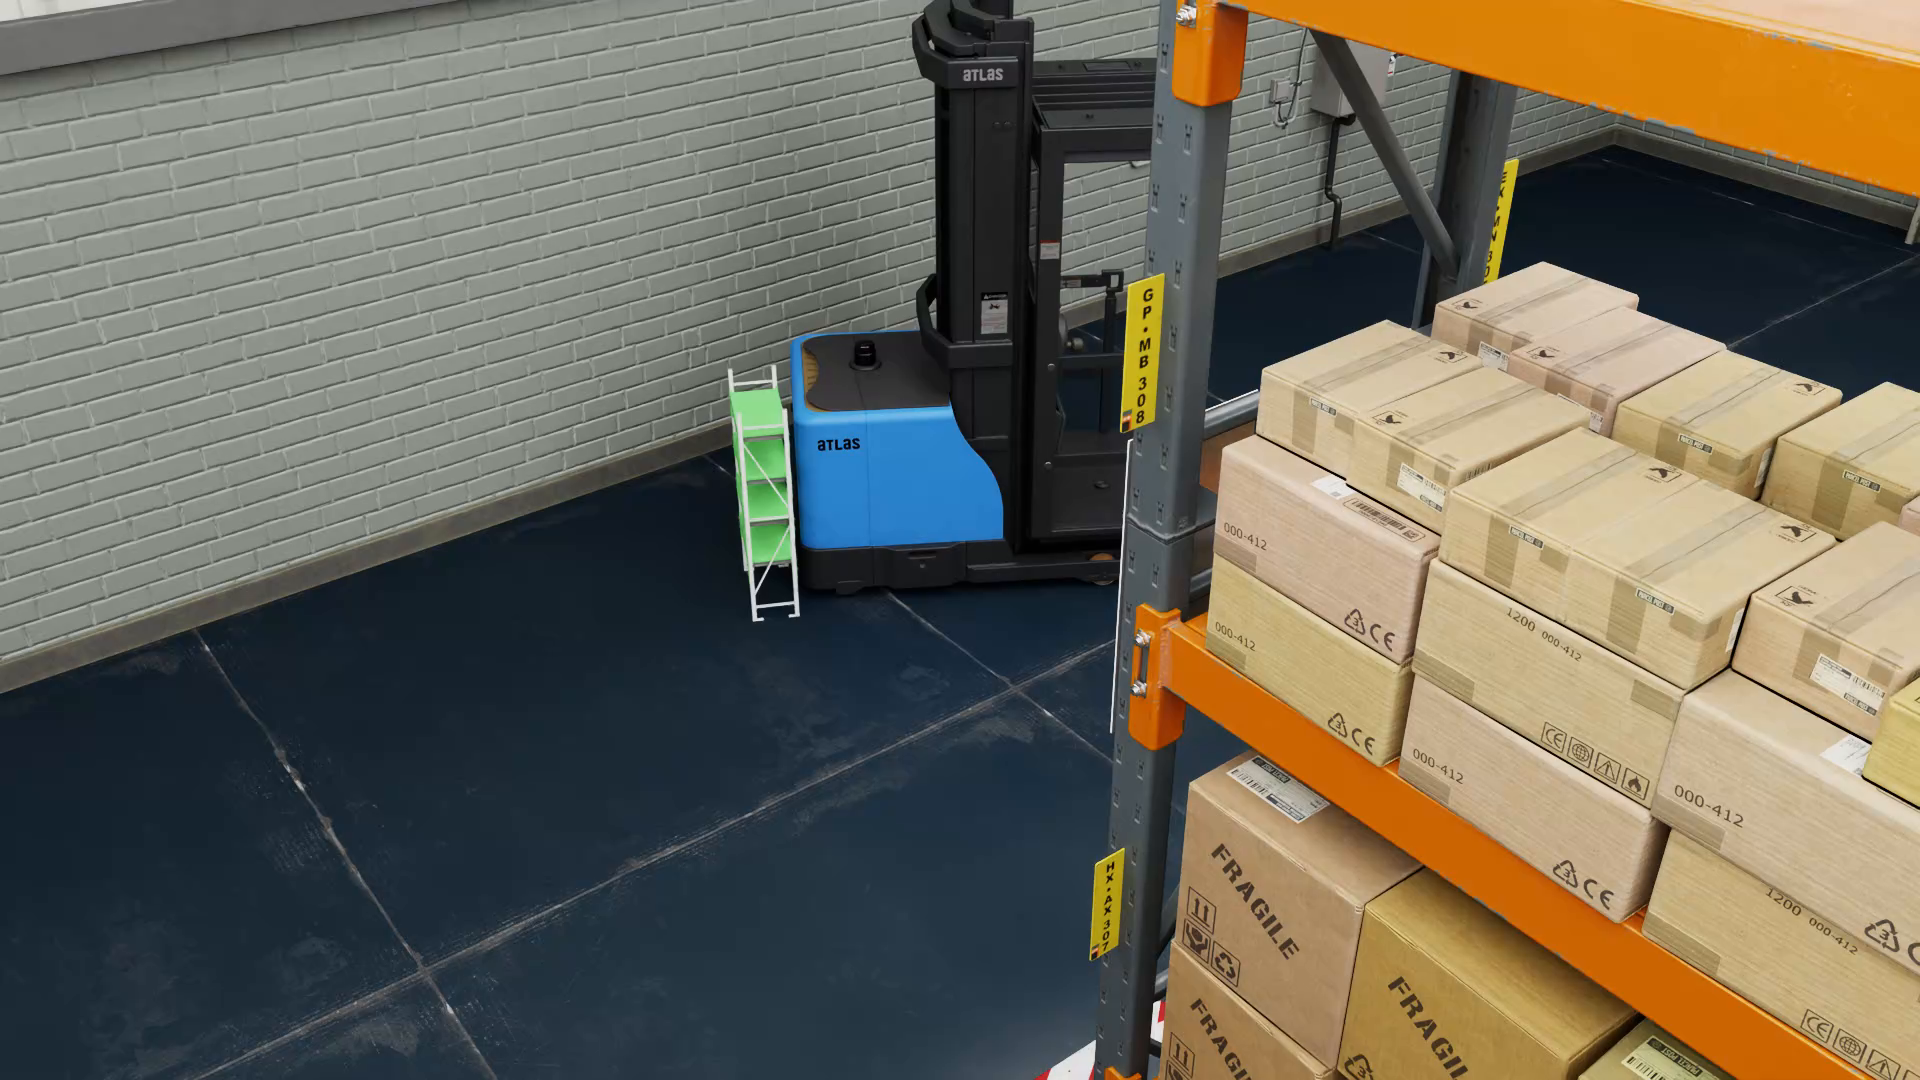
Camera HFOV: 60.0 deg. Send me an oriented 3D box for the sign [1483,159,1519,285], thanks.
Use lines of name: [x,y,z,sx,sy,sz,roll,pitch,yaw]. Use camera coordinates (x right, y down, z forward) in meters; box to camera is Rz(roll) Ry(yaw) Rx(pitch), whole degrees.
sign: [1.247,-0.723,3.890,0.100,0.325,0.005,-22,38,-31]

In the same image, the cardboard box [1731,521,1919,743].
cardboard box: [1.455,0.138,2.632,0.380,0.149,0.250,-21,38,-30]

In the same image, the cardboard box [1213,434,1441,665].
cardboard box: [0.866,-0.054,3.319,0.500,0.250,0.500,-22,38,-31]

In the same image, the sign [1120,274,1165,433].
sign: [0.367,-0.372,3.334,0.100,0.325,0.005,-22,38,-31]

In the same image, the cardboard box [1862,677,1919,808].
cardboard box: [1.542,0.279,2.406,0.380,0.149,0.250,-21,38,-30]

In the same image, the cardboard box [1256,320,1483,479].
cardboard box: [0.815,-0.285,3.314,0.380,0.149,0.250,-23,38,-32]

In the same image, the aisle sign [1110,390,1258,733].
aisle sign: [0.514,0.060,3.846,0.394,0.787,0.004,-22,38,-31]

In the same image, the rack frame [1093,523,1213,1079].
rack frame: [0.796,1.098,4.639,1.000,3.000,0.127,-22,38,-31]

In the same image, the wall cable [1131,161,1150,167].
wall cable: [1.168,-3.333,10.780,0.585,1.953,0.123,-22,38,-31]

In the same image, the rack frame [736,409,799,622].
rack frame: [-0.950,-0.105,8.282,0.240,1.200,0.015,-6,32,-10]

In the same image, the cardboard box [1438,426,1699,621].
cardboard box: [1.066,-0.037,2.913,0.380,0.149,0.250,-22,38,-31]

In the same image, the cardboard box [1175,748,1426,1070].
cardboard box: [0.861,0.778,3.831,0.500,0.500,0.500,-23,38,-32]

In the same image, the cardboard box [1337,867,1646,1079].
cardboard box: [1.176,0.986,3.495,0.500,0.500,0.500,-21,38,-30]

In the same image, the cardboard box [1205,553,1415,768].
cardboard box: [0.869,0.157,3.453,0.500,0.250,0.500,-21,37,-30]

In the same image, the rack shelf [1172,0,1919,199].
rack shelf: [2.022,-0.310,1.905,1.077,0.370,4.000,-22,38,-31]

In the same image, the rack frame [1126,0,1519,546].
rack frame: [0.796,-1.450,3.056,1.000,3.000,0.127,-22,38,-31]

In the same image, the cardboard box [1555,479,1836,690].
cardboard box: [1.214,0.065,2.750,0.380,0.149,0.250,-22,38,-31]

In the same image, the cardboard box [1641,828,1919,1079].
cardboard box: [1.515,0.589,2.758,0.500,0.250,0.500,-24,39,-33]

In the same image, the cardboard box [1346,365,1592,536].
cardboard box: [0.957,-0.174,3.134,0.380,0.149,0.250,-21,37,-30]

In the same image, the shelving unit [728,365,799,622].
shelving unit: [-0.999,-0.231,8.485,0.258,1.200,0.503,-6,32,-10]

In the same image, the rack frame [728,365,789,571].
rack frame: [-1.048,-0.358,8.688,0.240,1.200,0.015,-6,32,-10]

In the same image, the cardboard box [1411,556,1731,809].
cardboard box: [1.181,0.159,2.975,0.500,0.250,0.500,-23,38,-32]

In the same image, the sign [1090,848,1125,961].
sign: [0.367,0.906,4.128,0.100,0.325,0.005,-22,38,-31]

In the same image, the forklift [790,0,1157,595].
forklift: [0.619,-1.281,8.534,3.031,2.935,1.130,-3,32,-5]

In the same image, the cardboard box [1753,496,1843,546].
cardboard box: [1.594,-0.002,3.236,0.500,0.250,0.500,-23,39,-33]

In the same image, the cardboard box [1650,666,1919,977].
cardboard box: [1.481,0.374,2.630,0.500,0.250,0.500,-22,38,-31]

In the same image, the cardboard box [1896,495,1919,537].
cardboard box: [1.819,-0.009,2.869,0.380,0.149,0.250,-23,39,-32]

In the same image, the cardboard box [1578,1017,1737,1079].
cardboard box: [1.477,1.210,3.135,0.500,0.500,0.500,-23,39,-32]

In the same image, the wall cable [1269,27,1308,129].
wall cable: [2.281,-3.783,11.535,0.588,1.984,0.122,-22,38,-31]

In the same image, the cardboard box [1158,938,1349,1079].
cardboard box: [0.853,1.206,4.089,0.500,0.500,0.500,-20,37,-29]

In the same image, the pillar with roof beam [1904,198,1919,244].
pillar with roof beam: [4.221,-4.724,8.327,9.100,9.000,0.400,-22,38,-31]

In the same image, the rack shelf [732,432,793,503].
rack shelf: [-0.999,-0.381,8.392,0.258,0.148,0.480,-6,32,-10]

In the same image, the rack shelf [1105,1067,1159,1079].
rack shelf: [2.022,2.237,3.487,1.077,0.370,4.000,-22,38,-31]

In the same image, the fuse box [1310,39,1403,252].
fuse box: [2.917,-2.959,12.393,0.539,1.711,0.414,-22,38,-31]

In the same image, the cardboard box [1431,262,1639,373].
cardboard box: [1.232,-0.451,3.580,0.380,0.149,0.250,-23,38,-32]

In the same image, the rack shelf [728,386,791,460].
rack shelf: [-0.999,-0.585,8.266,0.258,0.148,0.480,-6,32,-10]

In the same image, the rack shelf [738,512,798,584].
rack shelf: [-0.999,0.027,8.646,0.258,0.148,0.480,-6,32,-10]

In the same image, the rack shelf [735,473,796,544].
rack shelf: [-0.999,-0.177,8.519,0.258,0.148,0.480,-6,32,-10]

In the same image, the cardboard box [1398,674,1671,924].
cardboard box: [1.189,0.378,3.097,0.500,0.250,0.500,-21,37,-30]

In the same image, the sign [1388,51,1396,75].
sign: [3.180,-3.713,12.475,0.329,0.494,0.001,-22,38,-31]

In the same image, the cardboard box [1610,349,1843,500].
cardboard box: [1.464,-0.209,3.192,0.380,0.149,0.250,-24,39,-33]

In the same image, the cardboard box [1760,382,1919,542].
cardboard box: [1.711,-0.134,3.071,0.380,0.149,0.250,-22,38,-31]

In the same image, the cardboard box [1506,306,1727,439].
cardboard box: [1.323,-0.323,3.375,0.380,0.149,0.250,-22,38,-31]

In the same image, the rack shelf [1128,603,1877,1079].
rack shelf: [2.022,0.963,2.695,1.077,0.370,4.000,-22,38,-31]
